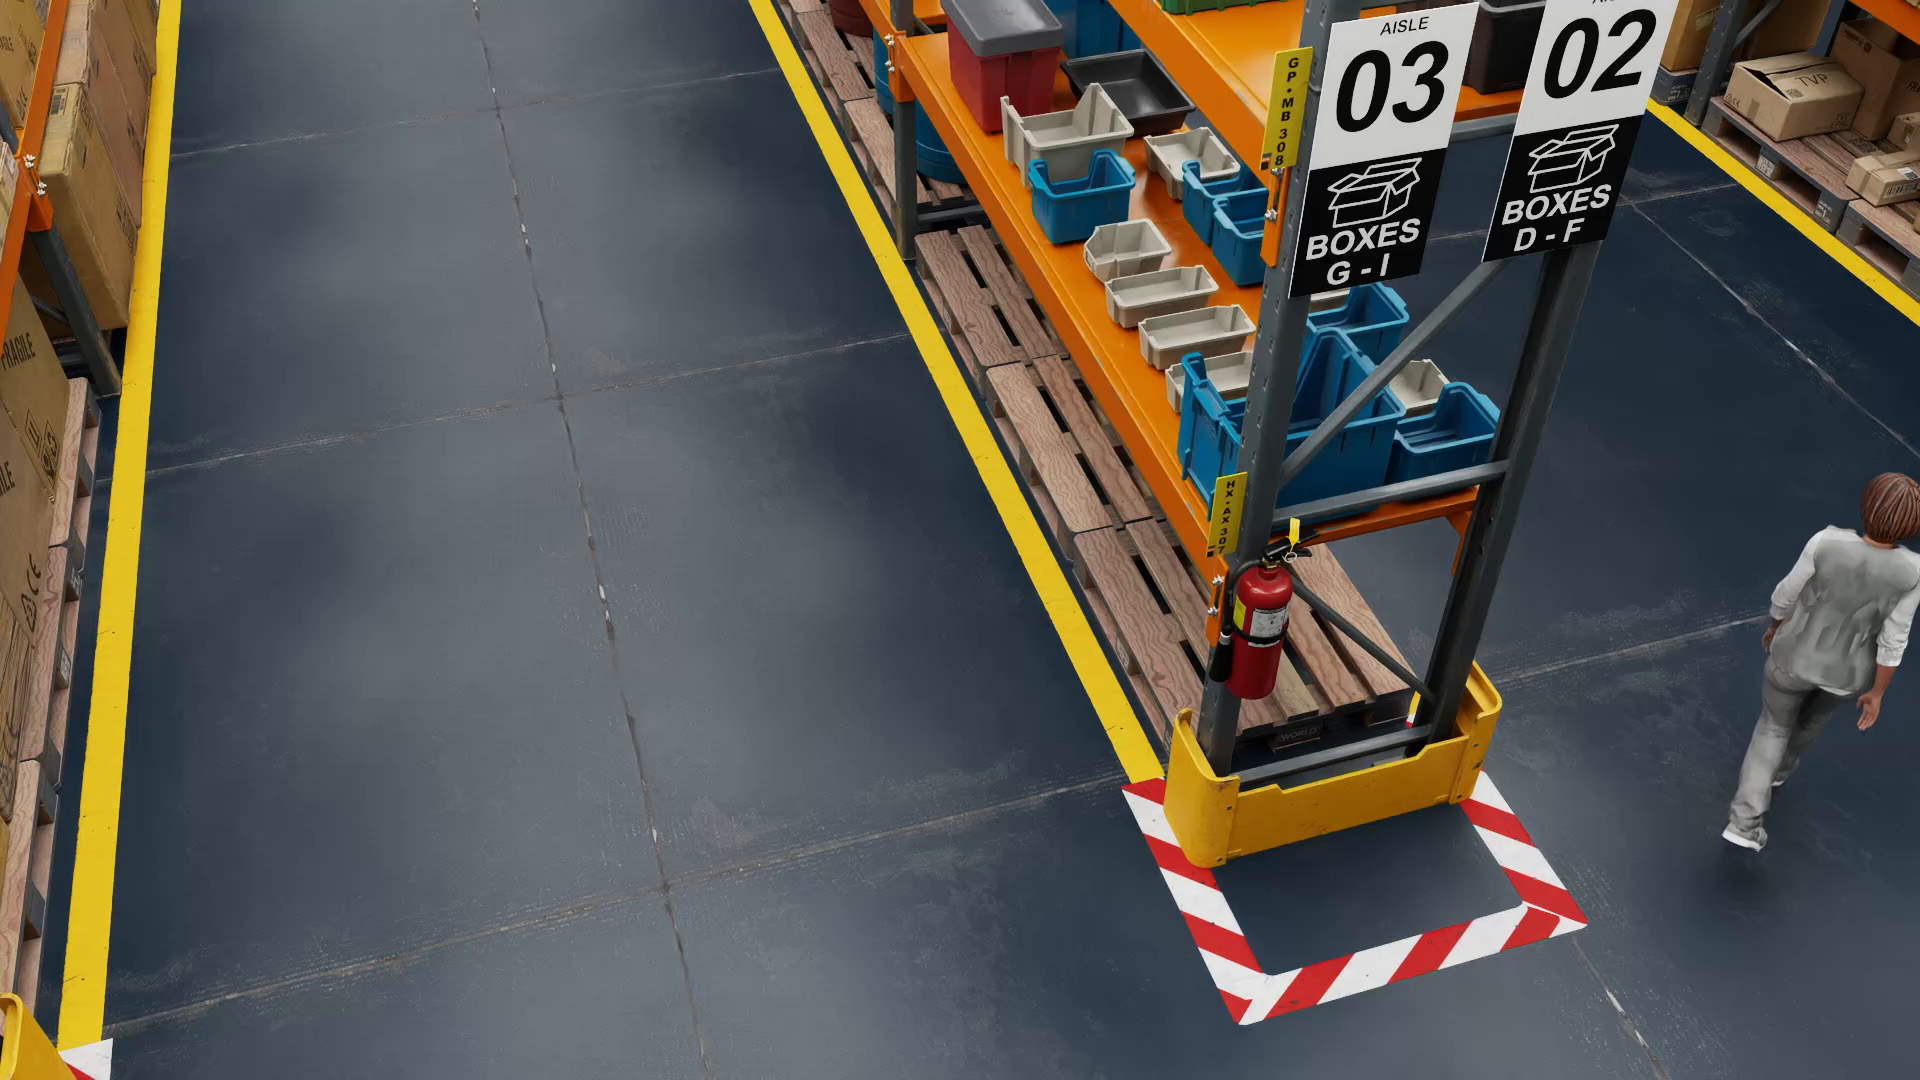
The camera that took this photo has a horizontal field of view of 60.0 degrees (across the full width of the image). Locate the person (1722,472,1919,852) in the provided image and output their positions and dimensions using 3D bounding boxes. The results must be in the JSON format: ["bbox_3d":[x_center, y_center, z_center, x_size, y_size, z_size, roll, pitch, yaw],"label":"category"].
[{"bbox_3d":[2.949,0.420,5.709,0.442,1.553,0.787,20,46,20],"label":"person"}]
